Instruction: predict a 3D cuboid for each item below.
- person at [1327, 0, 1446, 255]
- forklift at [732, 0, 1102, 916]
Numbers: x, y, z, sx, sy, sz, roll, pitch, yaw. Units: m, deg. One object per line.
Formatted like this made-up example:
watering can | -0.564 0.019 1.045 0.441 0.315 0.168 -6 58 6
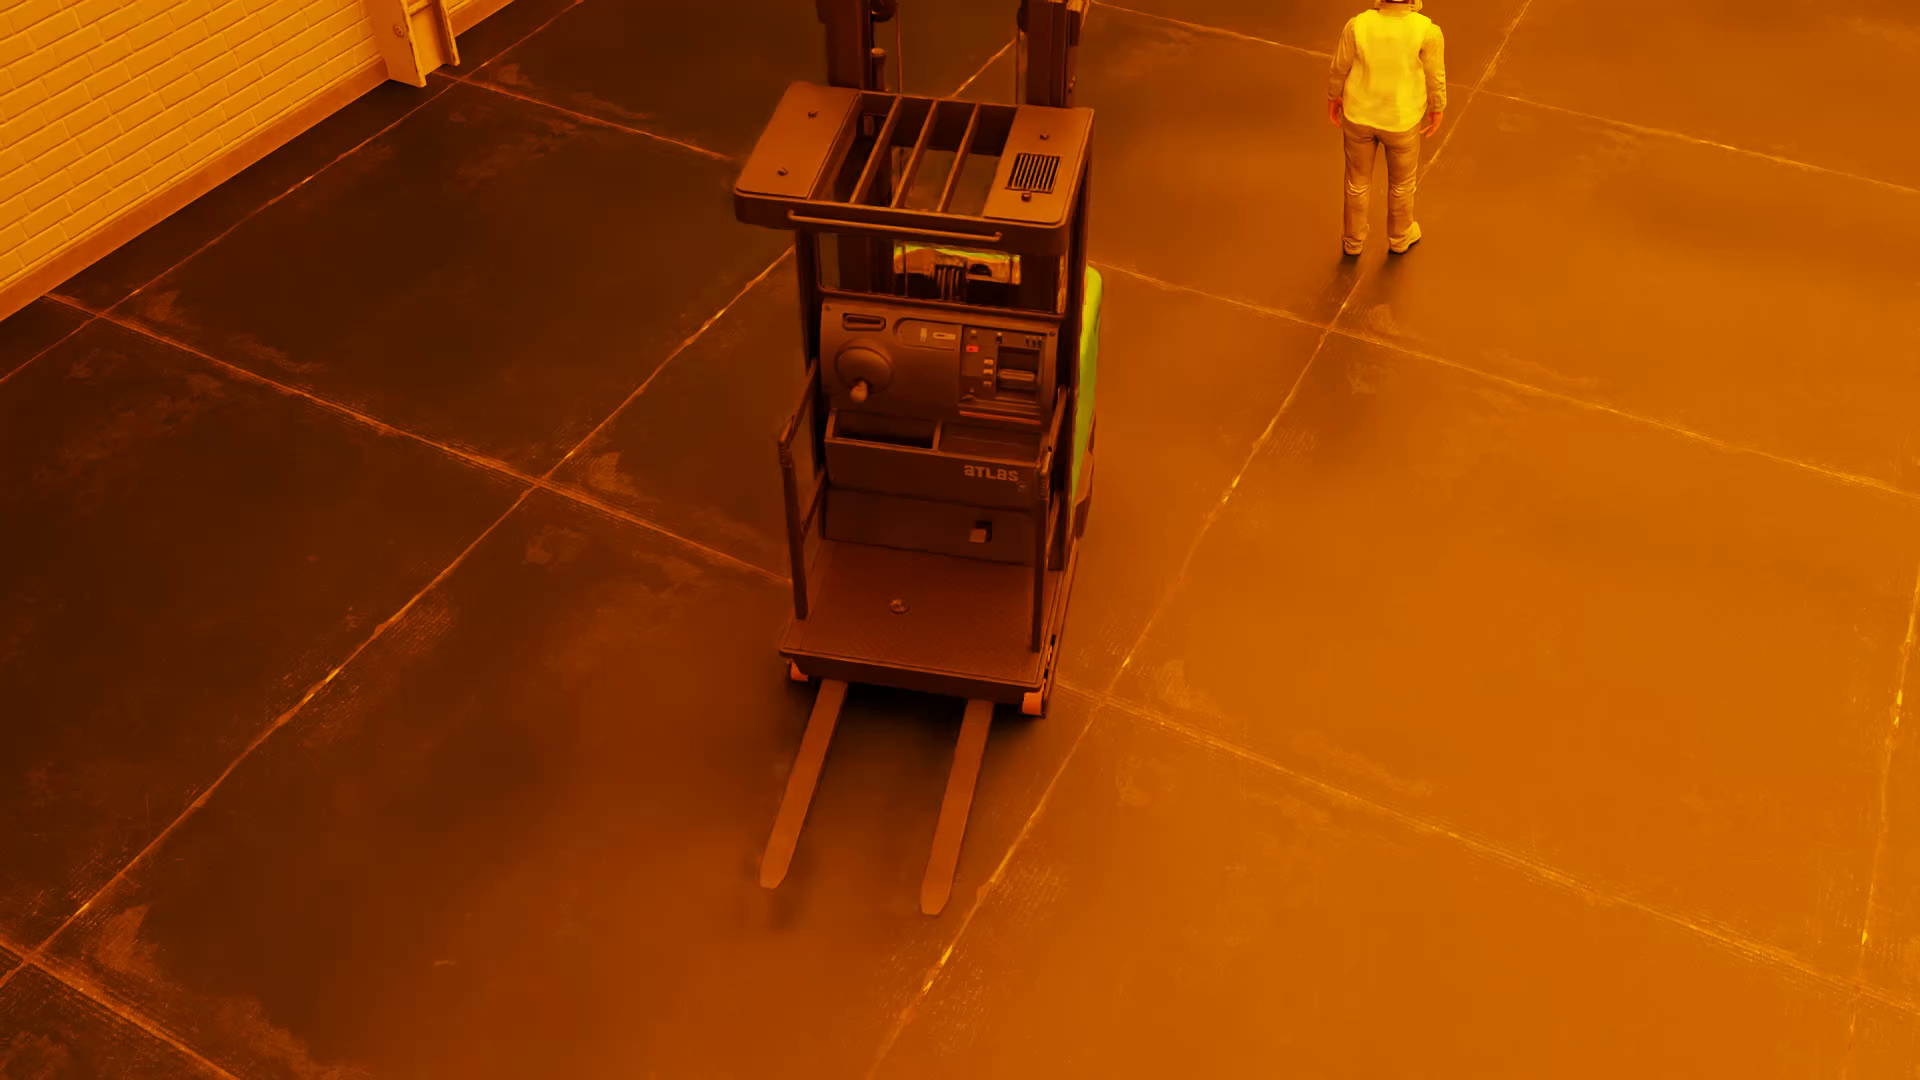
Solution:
person | 2.301 -2.347 8.978 0.634 1.776 0.565 15 45 15
forklift | -0.124 -0.606 6.297 1.130 2.935 3.031 7 44 8
